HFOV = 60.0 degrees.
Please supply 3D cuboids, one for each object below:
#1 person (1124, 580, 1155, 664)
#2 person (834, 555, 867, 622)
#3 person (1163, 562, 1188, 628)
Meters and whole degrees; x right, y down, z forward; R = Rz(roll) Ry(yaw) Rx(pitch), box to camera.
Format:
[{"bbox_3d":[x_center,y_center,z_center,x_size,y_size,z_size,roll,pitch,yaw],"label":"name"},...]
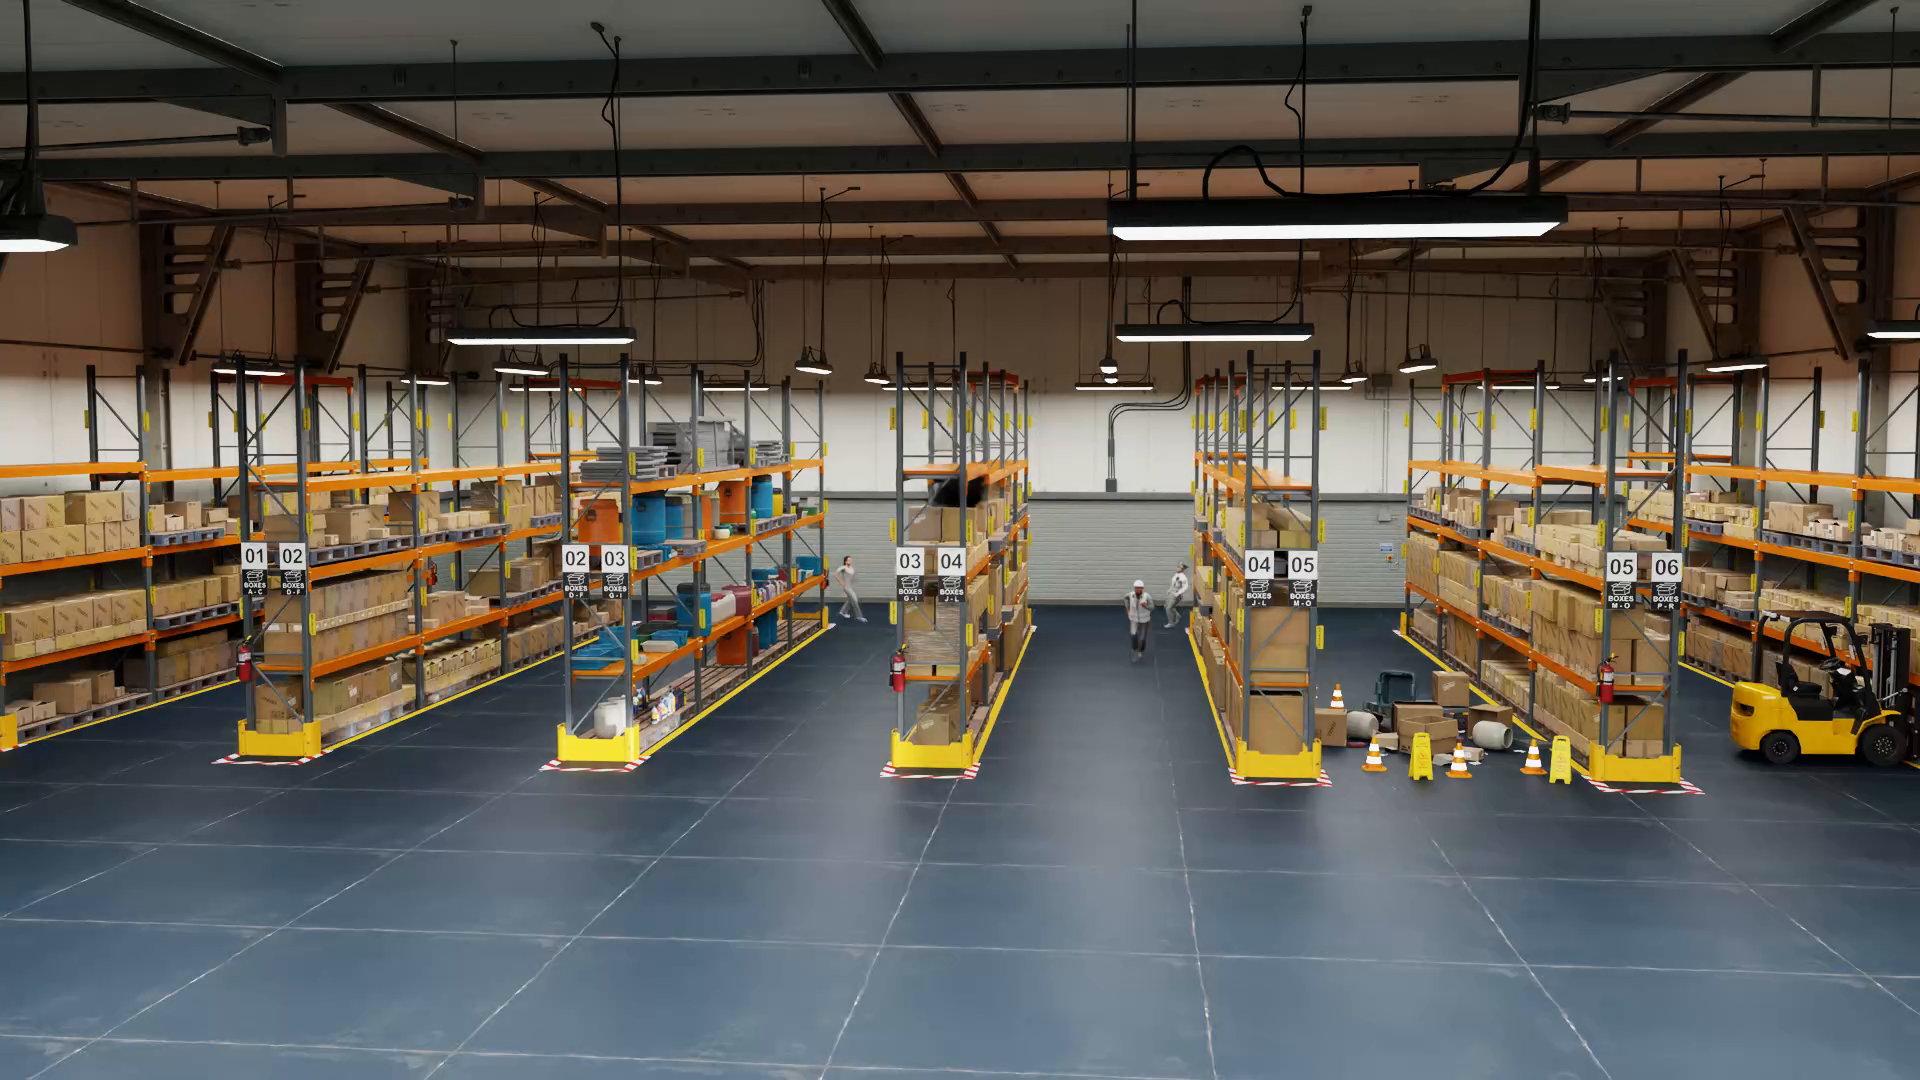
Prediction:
[{"bbox_3d":[3.719,1.681,34.510,0.647,1.742,0.923,1,4,7],"label":"person"},{"bbox_3d":[-2.772,1.216,41.688,0.861,1.667,0.641,2,5,30],"label":"person"},{"bbox_3d":[5.239,1.329,40.309,0.509,1.613,0.662,-1,4,-13],"label":"person"}]
